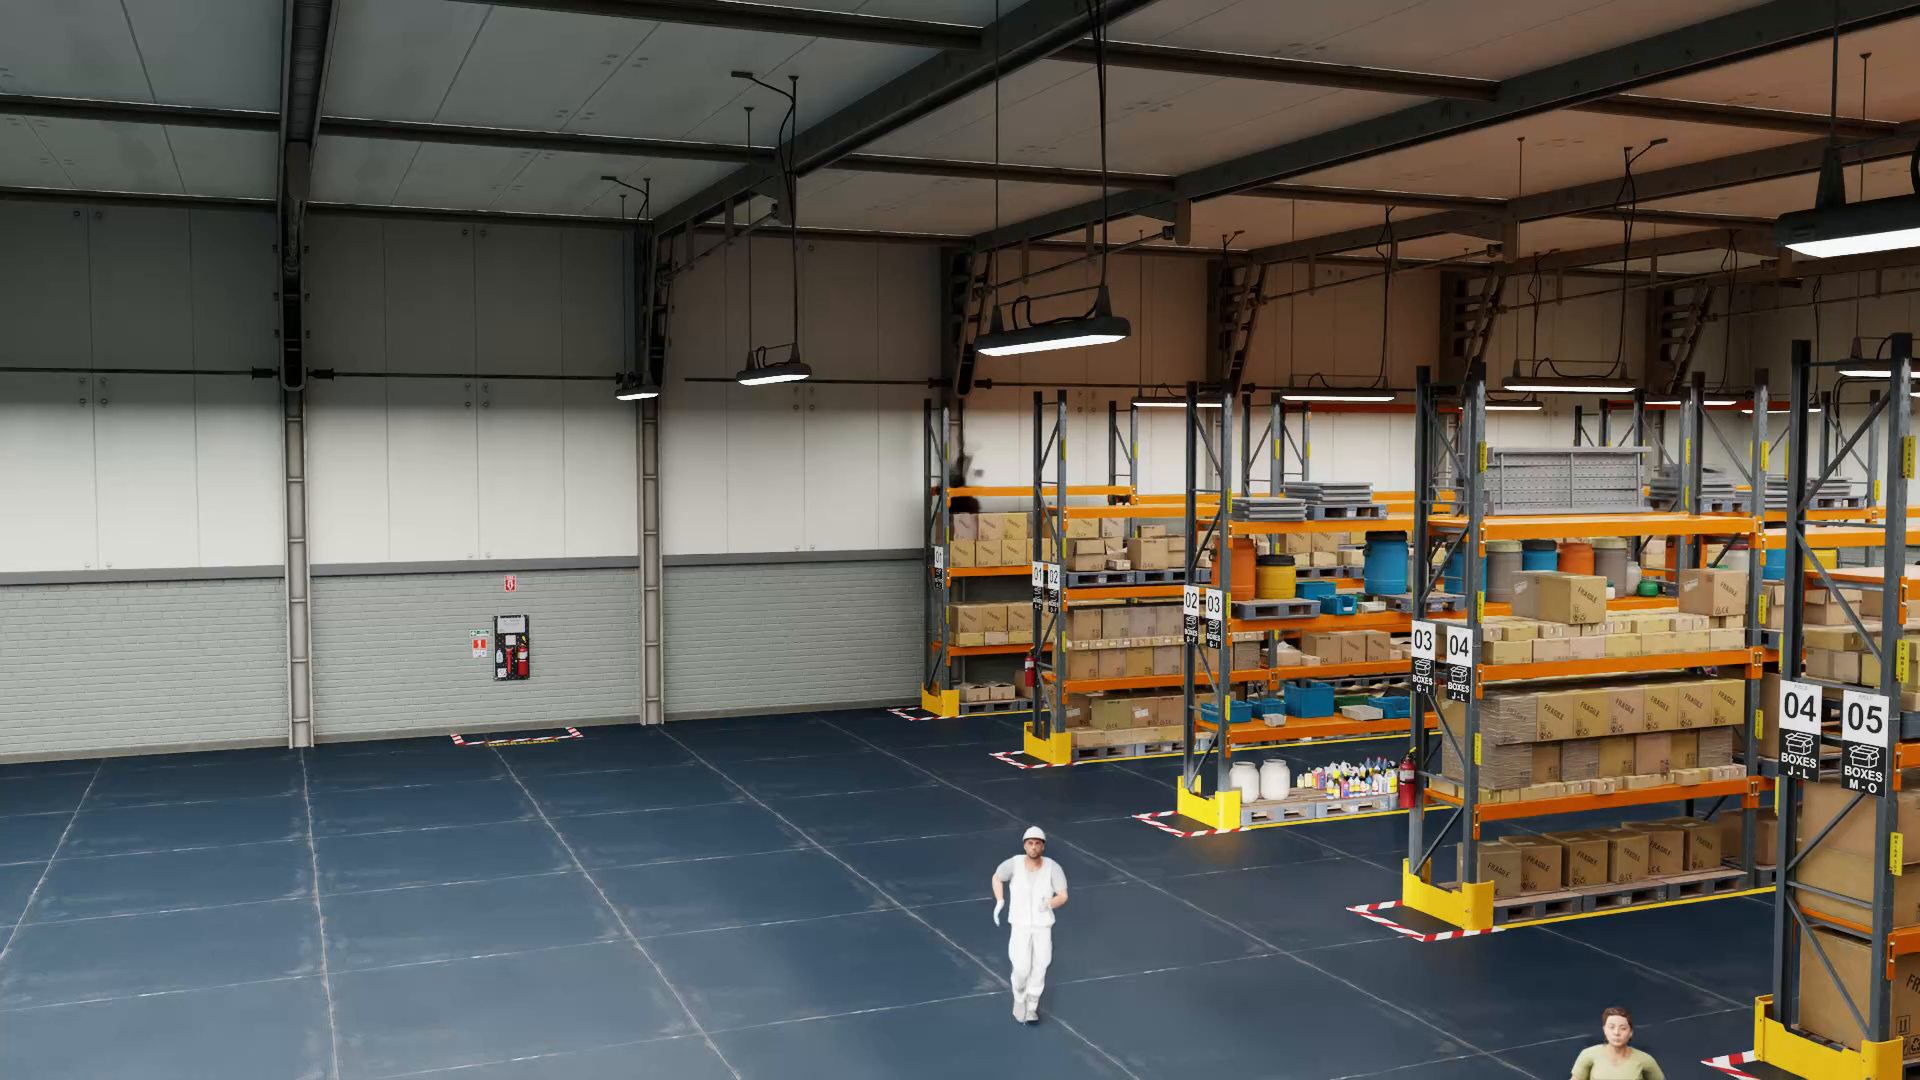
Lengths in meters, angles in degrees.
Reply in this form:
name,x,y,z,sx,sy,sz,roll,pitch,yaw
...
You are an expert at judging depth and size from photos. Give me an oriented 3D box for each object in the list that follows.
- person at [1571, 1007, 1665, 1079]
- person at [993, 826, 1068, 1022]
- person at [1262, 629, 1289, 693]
name,x,y,z,sx,sy,sz,roll,pitch,yaw
person,4.116,3.731,10.416,0.588,1.630,0.783,1,4,24
person,0.628,3.406,14.659,0.652,1.752,0.641,0,3,-2
person,5.888,2.479,30.846,0.619,1.733,0.658,-1,4,-23
